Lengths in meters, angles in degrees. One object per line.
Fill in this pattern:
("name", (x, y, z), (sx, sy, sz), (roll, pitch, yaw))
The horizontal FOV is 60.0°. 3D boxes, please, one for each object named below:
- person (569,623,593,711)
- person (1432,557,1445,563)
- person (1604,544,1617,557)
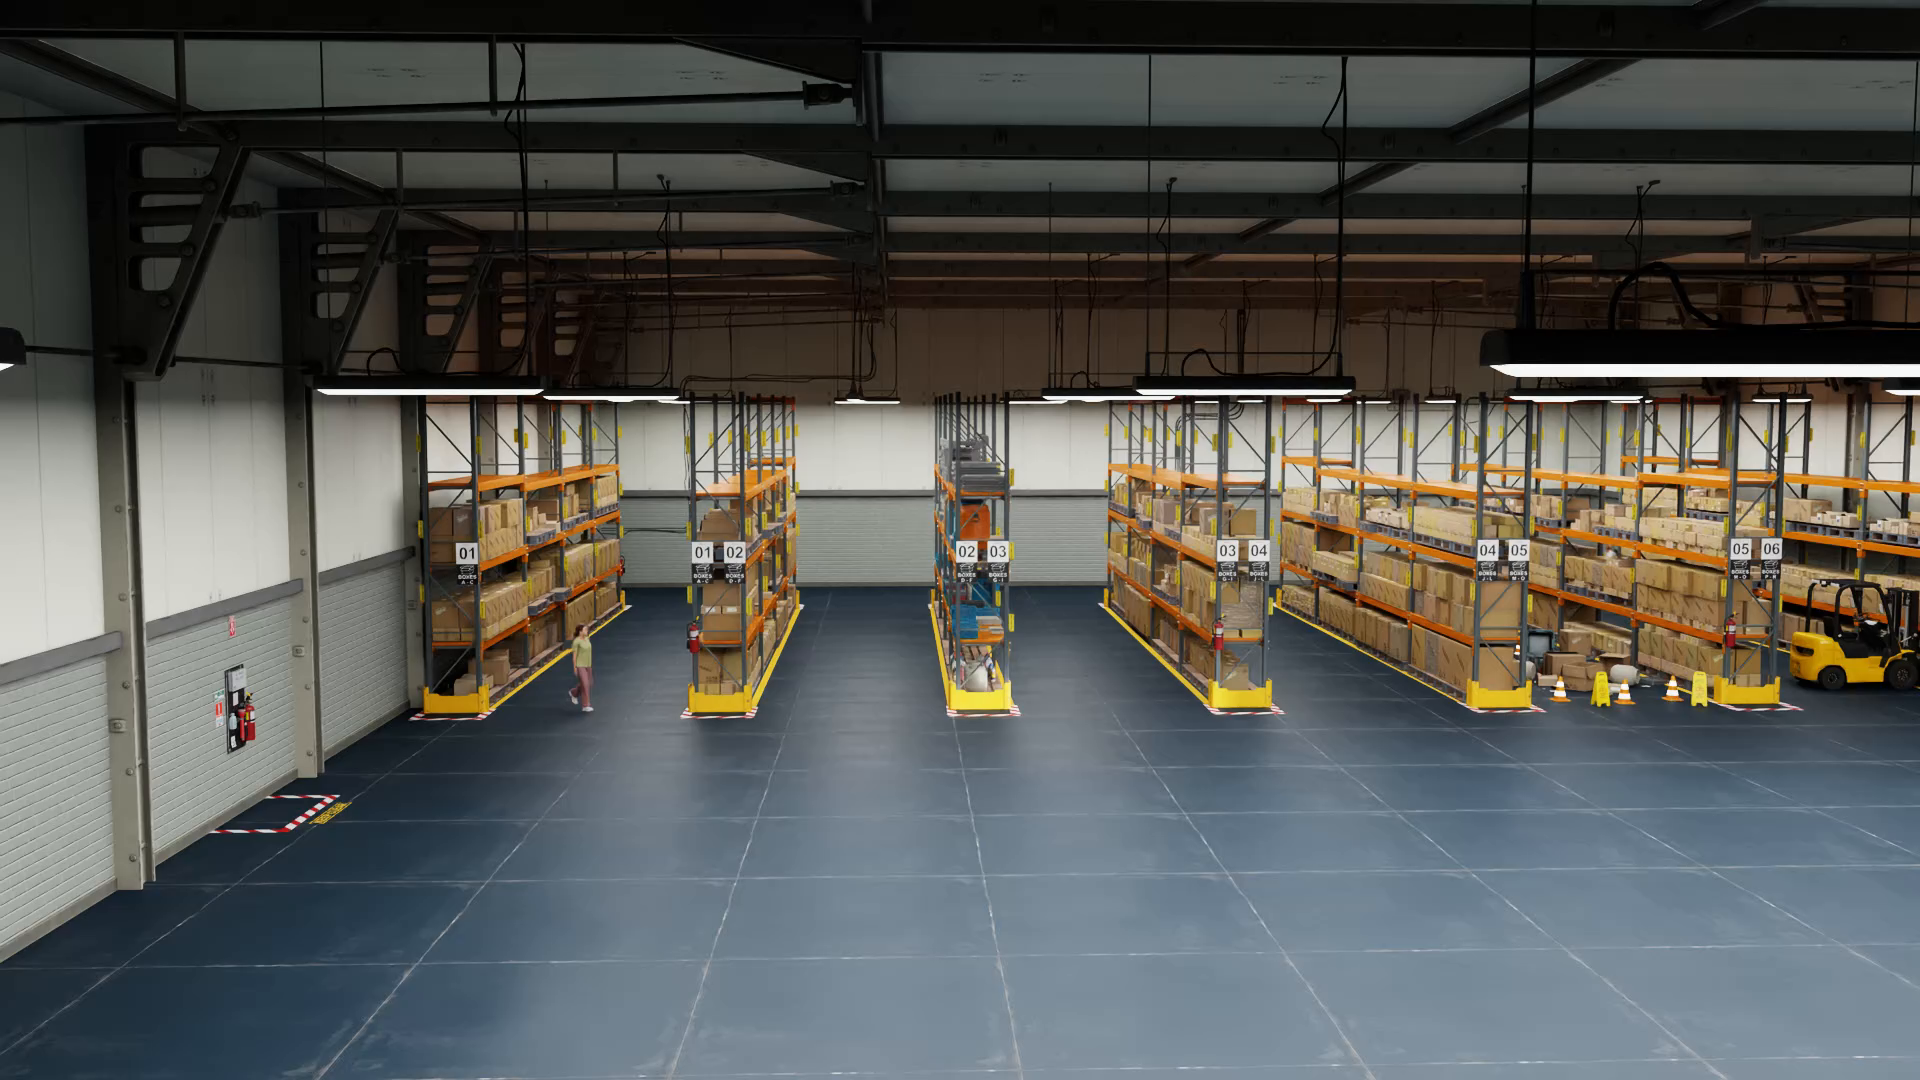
("person", (-7.135, 2.379, 31.286), (0.708, 1.644, 0.454), (3, 6, 35))
("person", (14.725, 0.700, 51.315), (0.449, 1.788, 0.588), (-2, 5, -25))
("person", (19.365, 0.879, 49.390), (0.784, 1.774, 0.549), (0, 5, 2))
